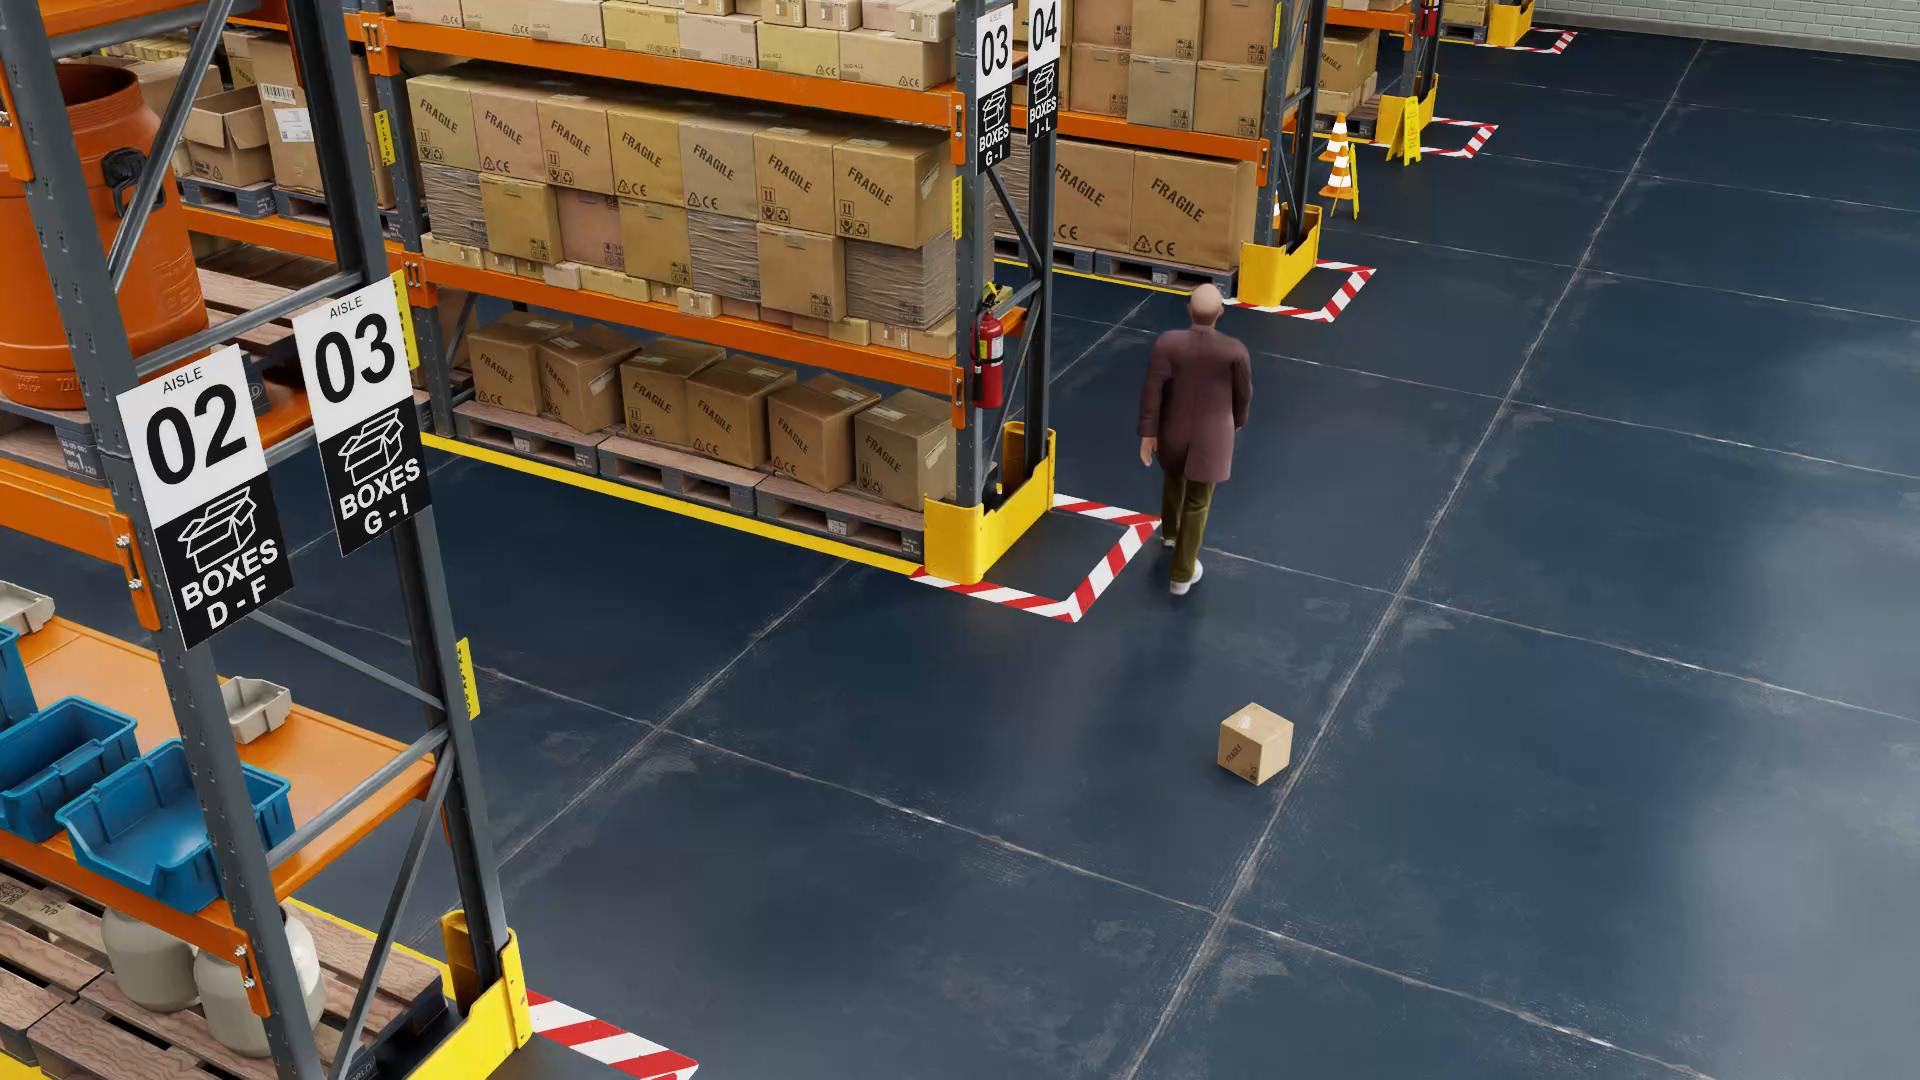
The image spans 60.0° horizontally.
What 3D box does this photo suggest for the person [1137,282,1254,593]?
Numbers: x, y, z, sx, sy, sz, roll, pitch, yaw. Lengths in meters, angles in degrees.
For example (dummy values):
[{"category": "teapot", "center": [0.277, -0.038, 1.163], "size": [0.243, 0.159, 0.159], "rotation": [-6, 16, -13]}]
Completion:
[{"category": "person", "center": [1.341, -0.620, 9.403], "size": [0.596, 1.801, 0.853], "rotation": [11, 31, 18]}]
